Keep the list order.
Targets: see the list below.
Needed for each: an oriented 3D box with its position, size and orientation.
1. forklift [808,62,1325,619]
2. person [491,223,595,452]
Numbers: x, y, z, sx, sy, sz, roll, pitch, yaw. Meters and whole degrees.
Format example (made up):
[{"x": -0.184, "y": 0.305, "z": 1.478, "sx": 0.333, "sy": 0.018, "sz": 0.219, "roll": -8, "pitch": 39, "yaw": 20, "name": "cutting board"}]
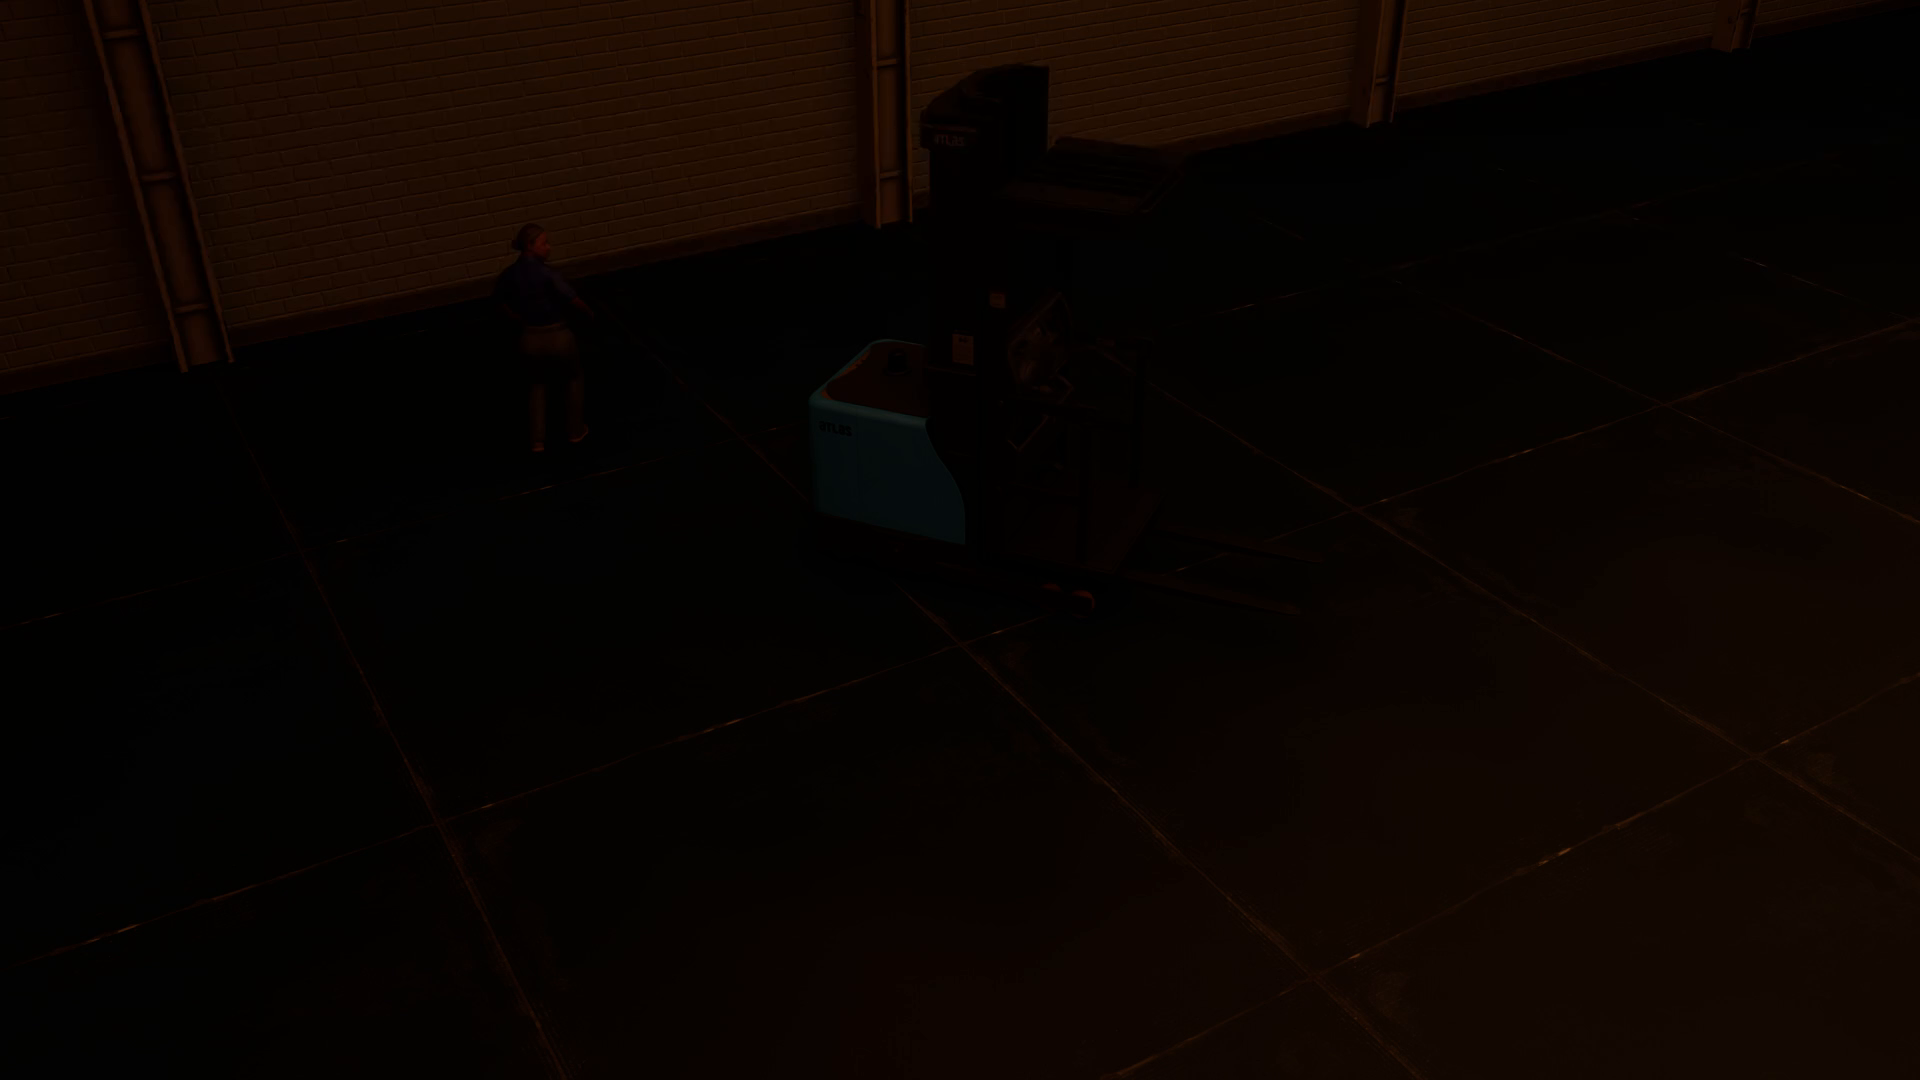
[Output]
[{"x": 0.648, "y": -1.109, "z": 9.498, "sx": 3.031, "sy": 2.935, "sz": 1.130, "roll": 12, "pitch": 33, "yaw": 20, "name": "forklift"}, {"x": -2.803, "y": -1.371, "z": 11.270, "sx": 0.690, "sy": 1.608, "sz": 0.523, "roll": 5, "pitch": 31, "yaw": 8, "name": "person"}]
